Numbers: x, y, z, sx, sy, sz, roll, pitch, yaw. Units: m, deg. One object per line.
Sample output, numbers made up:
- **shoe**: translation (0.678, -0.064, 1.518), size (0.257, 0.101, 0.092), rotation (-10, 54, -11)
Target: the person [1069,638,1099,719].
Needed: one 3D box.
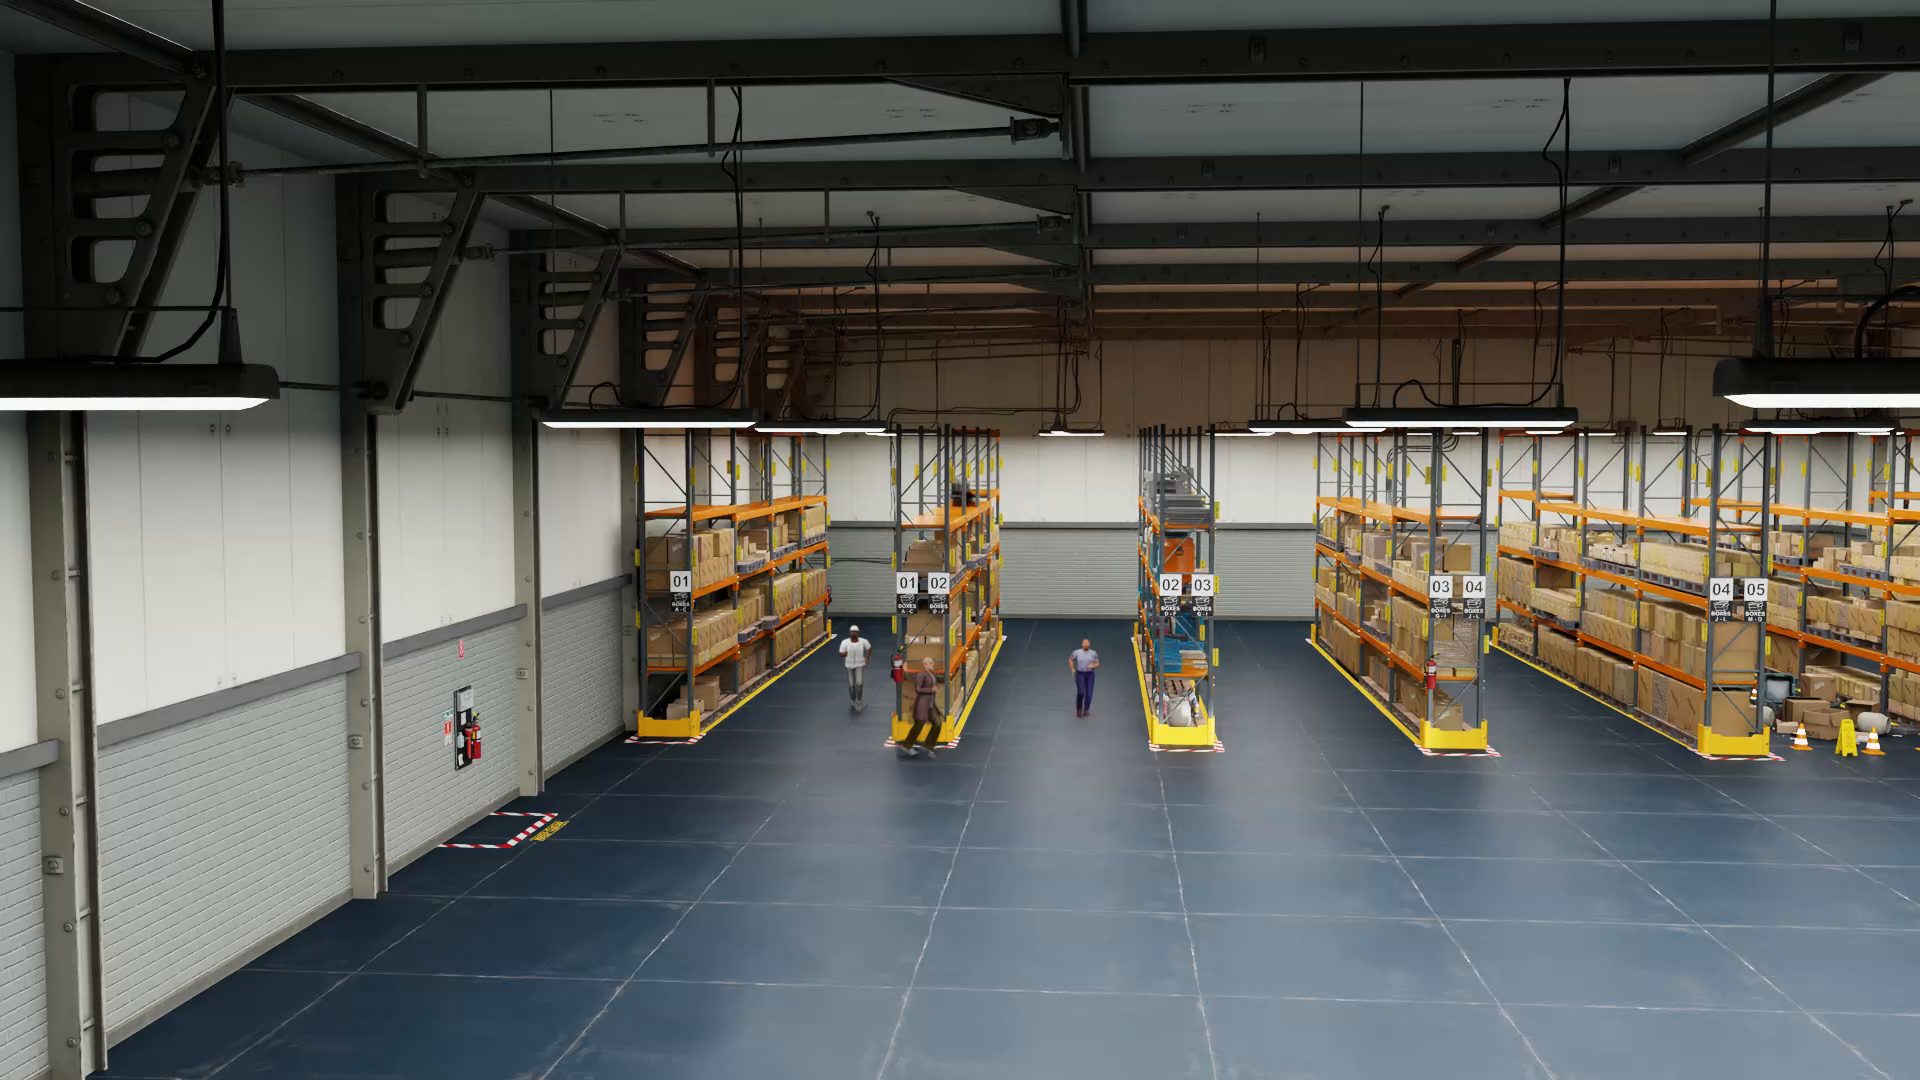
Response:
- **person**: translation (2.562, 2.834, 34.075), size (0.577, 1.660, 0.682), rotation (0, 3, -7)

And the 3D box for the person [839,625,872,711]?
- **person**: translation (-2.220, 2.709, 35.102), size (0.673, 1.812, 0.706), rotation (0, 3, 1)

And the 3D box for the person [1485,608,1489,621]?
- **person**: translation (13.356, 2.285, 42.849), size (0.557, 1.637, 0.605), rotation (1, 4, 9)

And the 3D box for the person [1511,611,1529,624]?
- **person**: translation (15.958, 1.983, 47.416), size (0.714, 1.701, 0.921), rotation (-3, 5, -43)

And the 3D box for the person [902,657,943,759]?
- **person**: translation (-0.604, 3.032, 29.906), size (0.789, 1.843, 0.707), rotation (2, 4, 32)
